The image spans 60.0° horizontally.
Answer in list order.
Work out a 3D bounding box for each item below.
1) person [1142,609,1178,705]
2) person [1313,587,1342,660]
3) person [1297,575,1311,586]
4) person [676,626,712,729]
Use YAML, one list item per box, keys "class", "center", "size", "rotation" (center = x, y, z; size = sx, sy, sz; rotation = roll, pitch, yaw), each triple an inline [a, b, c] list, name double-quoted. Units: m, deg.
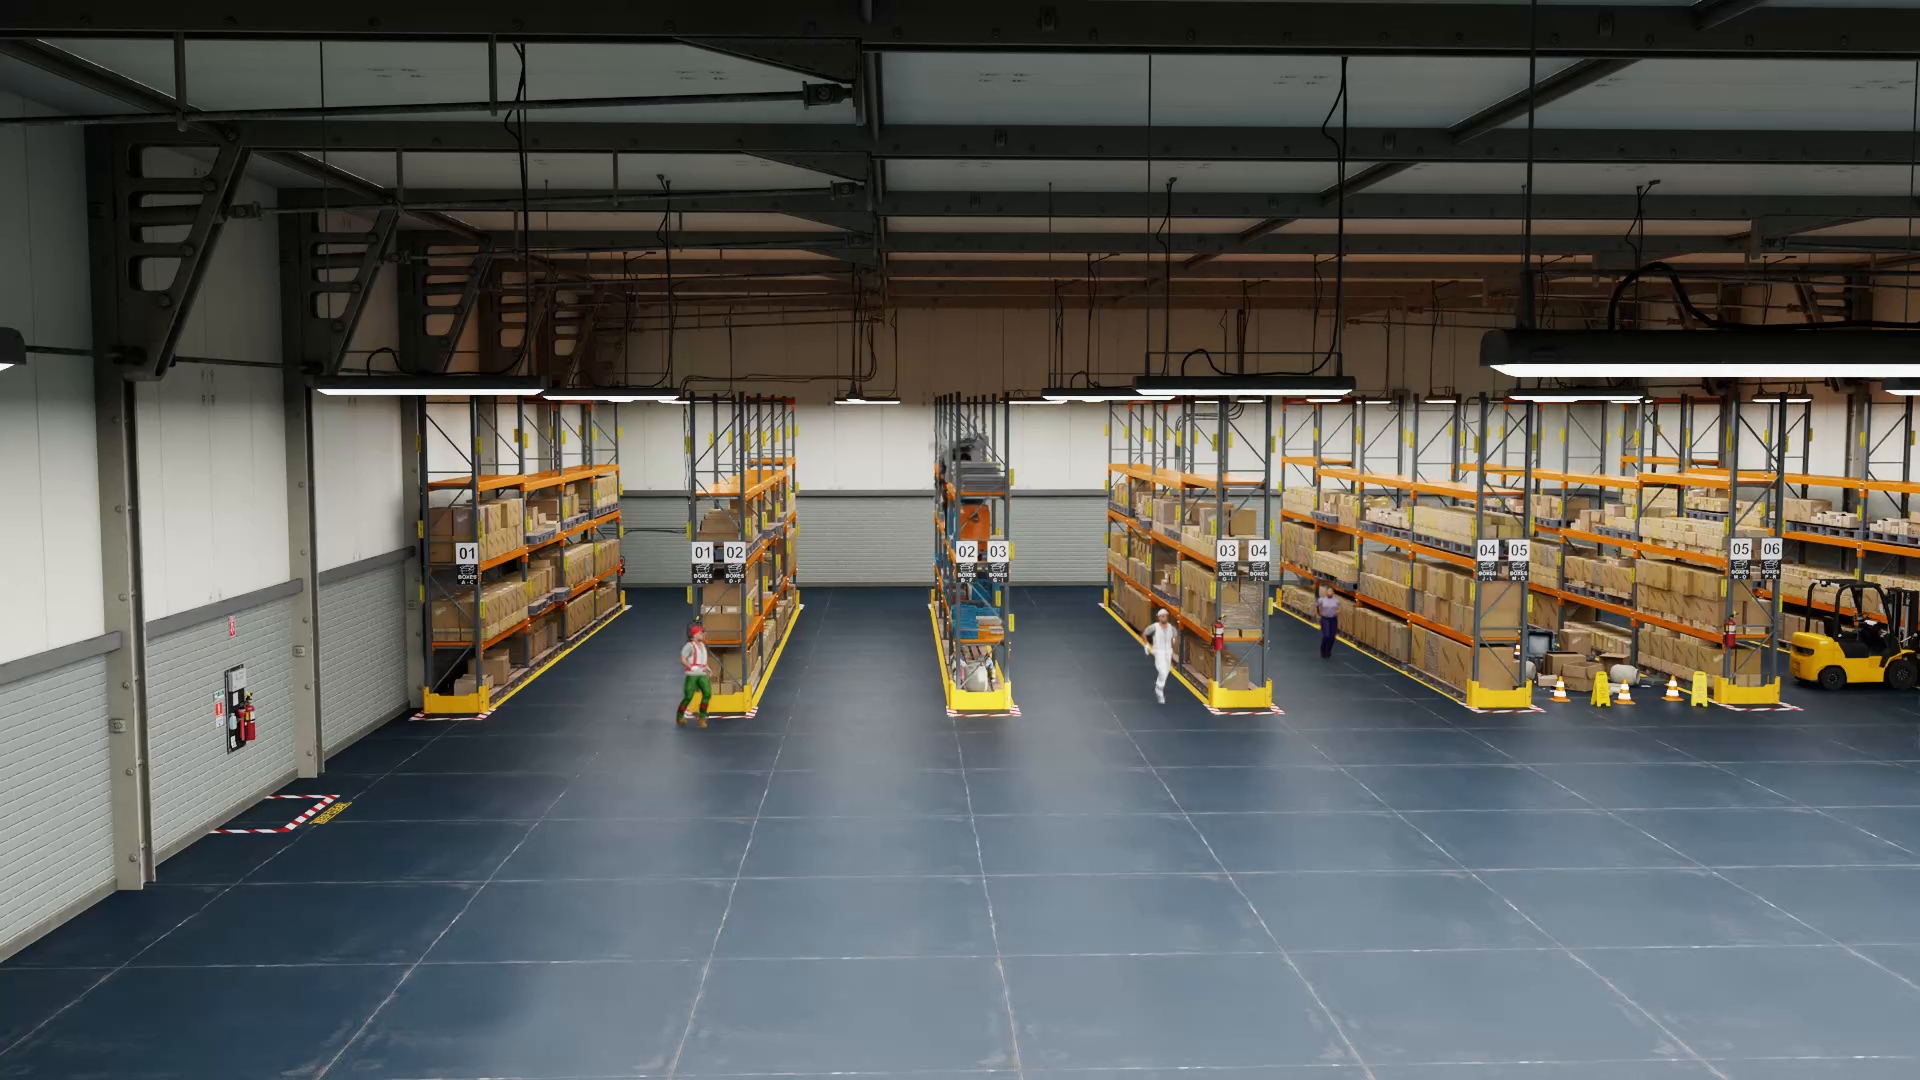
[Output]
- class: "person"
  center: [3.918, 2.251, 32.199]
  size: [0.641, 1.839, 0.761]
  rotation: [-2, 5, -21]
- class: "person"
  center: [8.375, 1.865, 37.749]
  size: [0.581, 1.614, 0.670]
  rotation: [0, 5, -5]
- class: "person"
  center: [10.221, 0.973, 49.016]
  size: [0.667, 1.685, 0.684]
  rotation: [3, 5, 31]
- class: "person"
  center: [-4.693, 2.448, 29.842]
  size: [0.708, 1.788, 0.735]
  rotation: [4, 6, 42]
